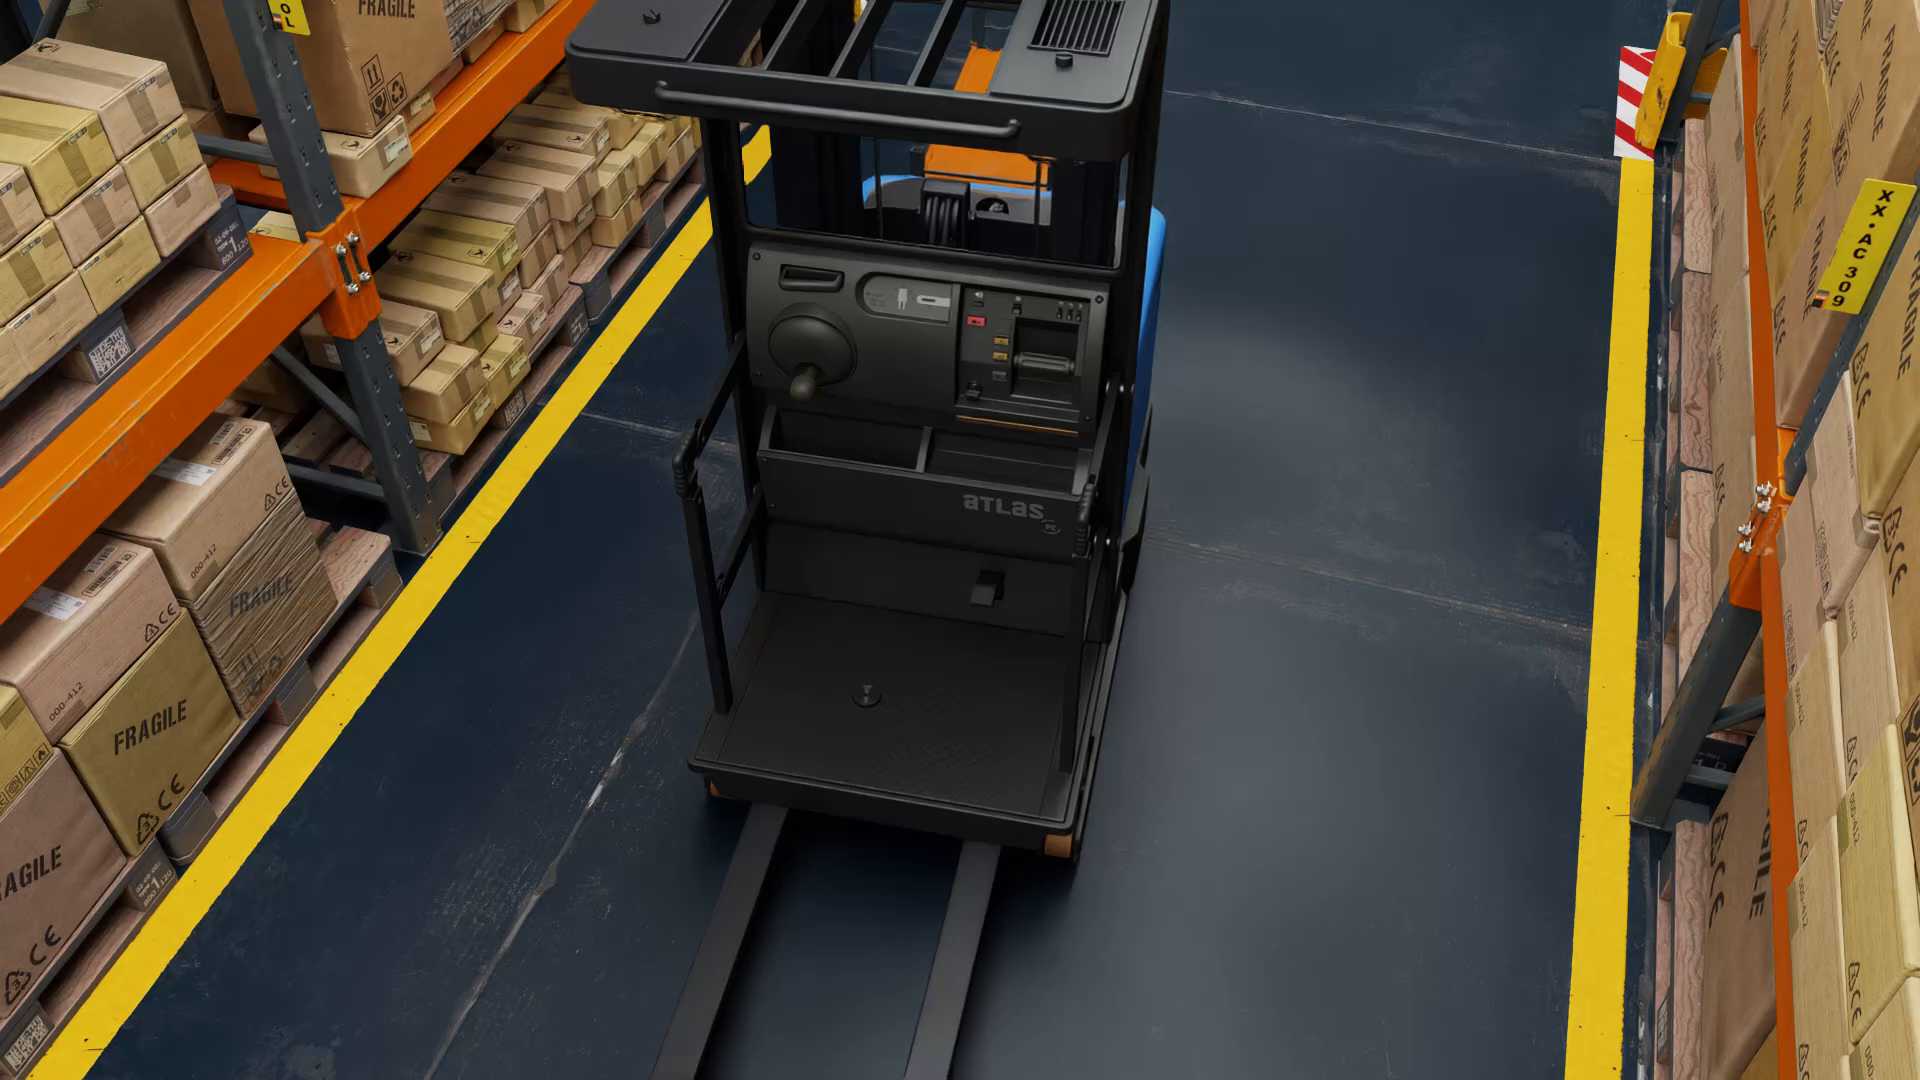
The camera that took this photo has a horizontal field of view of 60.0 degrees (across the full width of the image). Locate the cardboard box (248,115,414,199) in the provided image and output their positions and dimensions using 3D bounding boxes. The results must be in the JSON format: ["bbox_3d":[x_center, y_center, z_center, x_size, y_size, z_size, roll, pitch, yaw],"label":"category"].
[{"bbox_3d":[-1.885,-1.183,4.994,0.380,0.149,0.250,14,46,14],"label":"cardboard box"}]

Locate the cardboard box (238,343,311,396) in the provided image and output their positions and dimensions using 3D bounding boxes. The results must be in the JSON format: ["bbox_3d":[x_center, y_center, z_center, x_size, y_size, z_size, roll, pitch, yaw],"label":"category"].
[{"bbox_3d":[-2.490,-0.668,5.813,0.380,0.149,0.250,13,46,13],"label":"cardboard box"}]

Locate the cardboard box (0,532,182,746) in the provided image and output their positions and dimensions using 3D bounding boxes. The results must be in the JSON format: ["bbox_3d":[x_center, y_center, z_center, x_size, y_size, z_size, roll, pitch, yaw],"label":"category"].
[{"bbox_3d":[-2.436,0.212,4.339,0.500,0.250,0.500,15,46,14],"label":"cardboard box"}]

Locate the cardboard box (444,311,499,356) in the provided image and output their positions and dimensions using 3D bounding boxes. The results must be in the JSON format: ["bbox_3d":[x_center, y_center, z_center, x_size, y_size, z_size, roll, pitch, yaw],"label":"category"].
[{"bbox_3d":[-1.877,-0.752,5.899,0.380,0.149,0.250,13,46,13],"label":"cardboard box"}]

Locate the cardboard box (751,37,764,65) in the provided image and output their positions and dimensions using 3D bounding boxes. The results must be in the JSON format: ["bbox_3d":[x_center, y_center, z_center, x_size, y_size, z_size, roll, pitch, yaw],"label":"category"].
[{"bbox_3d":[-1.013,-2.363,7.758,0.380,0.149,0.250,14,46,14],"label":"cardboard box"}]

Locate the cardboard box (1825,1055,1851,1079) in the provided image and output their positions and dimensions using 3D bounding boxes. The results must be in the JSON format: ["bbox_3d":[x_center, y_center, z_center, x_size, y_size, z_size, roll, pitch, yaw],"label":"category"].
[{"bbox_3d":[1.595,1.134,2.554,0.500,0.250,0.500,12,46,12],"label":"cardboard box"}]

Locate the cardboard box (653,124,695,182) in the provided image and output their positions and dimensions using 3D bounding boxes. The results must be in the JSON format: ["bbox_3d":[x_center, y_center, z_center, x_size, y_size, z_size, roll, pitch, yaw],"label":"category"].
[{"bbox_3d":[-1.357,-1.676,7.056,0.380,0.149,0.250,13,46,13],"label":"cardboard box"}]

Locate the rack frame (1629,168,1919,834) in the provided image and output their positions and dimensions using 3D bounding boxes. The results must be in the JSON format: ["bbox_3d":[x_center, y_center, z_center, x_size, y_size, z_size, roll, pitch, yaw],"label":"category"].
[{"bbox_3d":[2.466,-0.172,3.781,1.000,3.000,0.127,13,46,13],"label":"rack frame"}]

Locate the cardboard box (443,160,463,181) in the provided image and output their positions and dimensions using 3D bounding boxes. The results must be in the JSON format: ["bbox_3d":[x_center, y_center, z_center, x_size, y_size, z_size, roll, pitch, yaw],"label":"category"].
[{"bbox_3d":[-2.168,-1.492,6.443,0.380,0.149,0.250,10,45,11],"label":"cardboard box"}]

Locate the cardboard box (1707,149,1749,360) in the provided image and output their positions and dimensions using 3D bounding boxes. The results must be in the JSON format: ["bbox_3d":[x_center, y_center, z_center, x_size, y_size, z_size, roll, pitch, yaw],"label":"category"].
[{"bbox_3d":[3.303,-1.000,6.159,0.875,0.438,0.875,14,46,14],"label":"cardboard box"}]

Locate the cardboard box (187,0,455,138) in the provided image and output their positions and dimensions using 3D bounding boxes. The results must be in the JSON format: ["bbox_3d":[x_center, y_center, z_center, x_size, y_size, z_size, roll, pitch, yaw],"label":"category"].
[{"bbox_3d":[-1.893,-1.572,4.927,0.500,0.500,0.500,12,46,12],"label":"cardboard box"}]

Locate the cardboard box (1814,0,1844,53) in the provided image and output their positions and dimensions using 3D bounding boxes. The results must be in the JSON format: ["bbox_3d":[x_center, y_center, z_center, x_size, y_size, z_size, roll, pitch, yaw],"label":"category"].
[{"bbox_3d":[2.652,-1.616,4.470,0.500,0.500,0.500,13,46,13],"label":"cardboard box"}]

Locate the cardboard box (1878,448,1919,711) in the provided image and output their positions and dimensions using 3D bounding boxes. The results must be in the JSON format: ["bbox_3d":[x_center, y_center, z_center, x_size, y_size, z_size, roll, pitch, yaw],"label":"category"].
[{"bbox_3d":[1.931,0.012,2.806,0.500,0.500,0.500,12,46,12],"label":"cardboard box"}]

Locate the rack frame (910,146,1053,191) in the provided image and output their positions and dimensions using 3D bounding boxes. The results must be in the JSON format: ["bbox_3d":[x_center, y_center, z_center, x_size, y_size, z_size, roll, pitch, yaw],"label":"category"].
[{"bbox_3d":[0.085,-0.848,5.813,0.500,1.125,0.032,8,45,9],"label":"rack frame"}]

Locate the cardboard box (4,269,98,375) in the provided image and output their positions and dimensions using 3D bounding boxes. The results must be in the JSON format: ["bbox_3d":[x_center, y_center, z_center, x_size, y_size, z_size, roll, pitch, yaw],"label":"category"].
[{"bbox_3d":[-2.370,-0.568,4.065,0.380,0.149,0.250,12,46,12],"label":"cardboard box"}]

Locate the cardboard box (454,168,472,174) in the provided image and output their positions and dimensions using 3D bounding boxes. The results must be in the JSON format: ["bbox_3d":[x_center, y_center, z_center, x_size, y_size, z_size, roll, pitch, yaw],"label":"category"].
[{"bbox_3d":[-2.128,-1.354,6.514,0.380,0.149,0.250,14,46,13],"label":"cardboard box"}]

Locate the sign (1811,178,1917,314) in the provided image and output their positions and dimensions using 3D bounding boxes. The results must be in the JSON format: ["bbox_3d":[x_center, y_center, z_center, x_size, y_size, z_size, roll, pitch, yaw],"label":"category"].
[{"bbox_3d":[1.936,-0.626,3.570,0.100,0.325,0.005,13,46,13],"label":"sign"}]

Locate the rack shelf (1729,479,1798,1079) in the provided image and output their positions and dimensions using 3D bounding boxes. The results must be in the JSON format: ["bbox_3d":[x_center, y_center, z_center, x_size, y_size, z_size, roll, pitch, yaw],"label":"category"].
[{"bbox_3d":[1.860,1.418,2.670,1.077,0.370,4.000,13,46,13],"label":"rack shelf"}]

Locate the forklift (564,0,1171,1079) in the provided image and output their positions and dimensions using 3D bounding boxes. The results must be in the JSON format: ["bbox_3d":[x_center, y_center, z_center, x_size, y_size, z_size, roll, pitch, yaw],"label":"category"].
[{"bbox_3d":[-0.134,-0.422,4.085,1.130,2.935,3.031,8,45,9],"label":"forklift"}]

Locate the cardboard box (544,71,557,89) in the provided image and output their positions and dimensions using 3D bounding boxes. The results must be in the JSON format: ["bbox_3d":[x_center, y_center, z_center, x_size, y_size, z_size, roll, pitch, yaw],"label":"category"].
[{"bbox_3d":[-1.815,-1.875,7.047,0.380,0.149,0.250,15,46,15],"label":"cardboard box"}]

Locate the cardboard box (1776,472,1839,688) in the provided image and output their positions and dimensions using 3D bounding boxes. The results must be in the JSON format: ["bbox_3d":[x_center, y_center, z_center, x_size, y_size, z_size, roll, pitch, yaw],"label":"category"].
[{"bbox_3d":[2.081,0.119,3.591,0.500,0.250,0.500,12,46,12],"label":"cardboard box"}]

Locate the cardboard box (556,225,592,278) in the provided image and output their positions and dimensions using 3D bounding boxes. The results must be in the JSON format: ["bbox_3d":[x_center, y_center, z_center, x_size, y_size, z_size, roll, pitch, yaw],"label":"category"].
[{"bbox_3d":[-1.682,-1.179,6.549,0.380,0.149,0.250,11,45,11],"label":"cardboard box"}]

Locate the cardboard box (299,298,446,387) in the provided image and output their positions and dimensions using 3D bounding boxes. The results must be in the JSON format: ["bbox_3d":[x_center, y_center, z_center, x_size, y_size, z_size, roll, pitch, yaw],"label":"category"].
[{"bbox_3d":[-1.981,-0.683,5.616,0.380,0.149,0.250,14,46,14],"label":"cardboard box"}]

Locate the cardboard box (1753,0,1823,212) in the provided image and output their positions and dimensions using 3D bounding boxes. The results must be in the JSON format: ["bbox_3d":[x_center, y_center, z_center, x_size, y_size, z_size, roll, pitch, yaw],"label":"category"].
[{"bbox_3d":[2.651,-1.253,4.815,0.500,0.500,0.500,12,46,12],"label":"cardboard box"}]

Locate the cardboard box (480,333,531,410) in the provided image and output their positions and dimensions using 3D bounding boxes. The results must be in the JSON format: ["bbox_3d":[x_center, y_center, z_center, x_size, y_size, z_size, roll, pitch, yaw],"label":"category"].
[{"bbox_3d":[-1.786,-0.636,5.994,0.380,0.149,0.250,14,46,14],"label":"cardboard box"}]

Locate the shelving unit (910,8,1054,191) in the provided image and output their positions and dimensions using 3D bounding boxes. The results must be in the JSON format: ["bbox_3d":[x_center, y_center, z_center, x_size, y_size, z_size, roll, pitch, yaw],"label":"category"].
[{"bbox_3d":[0.190,-1.196,6.168,0.538,1.125,1.048,8,45,9],"label":"shelving unit"}]

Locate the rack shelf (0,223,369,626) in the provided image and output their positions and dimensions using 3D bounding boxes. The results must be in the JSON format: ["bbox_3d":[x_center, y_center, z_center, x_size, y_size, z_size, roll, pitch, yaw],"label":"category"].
[{"bbox_3d":[-2.888,0.437,3.673,1.077,0.370,4.000,13,46,13],"label":"rack shelf"}]

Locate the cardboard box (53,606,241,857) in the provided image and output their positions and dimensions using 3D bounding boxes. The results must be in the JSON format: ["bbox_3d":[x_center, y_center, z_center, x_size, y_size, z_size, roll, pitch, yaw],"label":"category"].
[{"bbox_3d":[-2.422,0.479,4.603,0.500,0.500,0.500,12,46,12],"label":"cardboard box"}]

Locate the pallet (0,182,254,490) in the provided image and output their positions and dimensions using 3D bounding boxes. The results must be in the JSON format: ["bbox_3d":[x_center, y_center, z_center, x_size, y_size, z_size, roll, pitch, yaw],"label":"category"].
[{"bbox_3d":[-2.653,-0.606,4.362,1.003,0.211,1.213,13,46,13],"label":"pallet"}]

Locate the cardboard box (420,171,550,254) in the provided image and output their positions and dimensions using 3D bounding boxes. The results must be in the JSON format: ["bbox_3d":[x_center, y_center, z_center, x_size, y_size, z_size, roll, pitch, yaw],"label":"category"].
[{"bbox_3d":[-1.754,-1.211,6.156,0.380,0.149,0.250,11,46,11],"label":"cardboard box"}]

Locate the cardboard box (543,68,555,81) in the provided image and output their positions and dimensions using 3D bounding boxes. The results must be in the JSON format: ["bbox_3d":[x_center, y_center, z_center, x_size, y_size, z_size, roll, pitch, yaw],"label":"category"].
[{"bbox_3d":[-1.933,-2.004,6.966,0.380,0.149,0.250,13,46,13],"label":"cardboard box"}]

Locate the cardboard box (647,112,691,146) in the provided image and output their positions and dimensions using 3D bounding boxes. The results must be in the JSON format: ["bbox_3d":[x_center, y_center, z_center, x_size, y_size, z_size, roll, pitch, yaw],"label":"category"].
[{"bbox_3d":[-1.355,-1.783,6.953,0.380,0.149,0.250,15,46,15],"label":"cardboard box"}]

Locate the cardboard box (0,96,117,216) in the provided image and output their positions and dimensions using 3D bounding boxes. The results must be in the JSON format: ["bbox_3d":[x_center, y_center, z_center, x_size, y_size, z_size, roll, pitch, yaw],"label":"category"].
[{"bbox_3d":[-2.299,-0.938,4.018,0.380,0.149,0.250,11,45,11],"label":"cardboard box"}]

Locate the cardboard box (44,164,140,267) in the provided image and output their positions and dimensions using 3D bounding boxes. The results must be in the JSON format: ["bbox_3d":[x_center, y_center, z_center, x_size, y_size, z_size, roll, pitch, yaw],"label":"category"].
[{"bbox_3d":[-2.294,-0.837,4.127,0.380,0.149,0.250,13,46,13],"label":"cardboard box"}]

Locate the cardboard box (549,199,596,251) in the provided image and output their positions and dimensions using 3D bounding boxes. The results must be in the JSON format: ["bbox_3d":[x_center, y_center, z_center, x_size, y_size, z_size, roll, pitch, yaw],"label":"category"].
[{"bbox_3d":[-1.647,-1.280,6.439,0.380,0.149,0.250,15,46,14],"label":"cardboard box"}]

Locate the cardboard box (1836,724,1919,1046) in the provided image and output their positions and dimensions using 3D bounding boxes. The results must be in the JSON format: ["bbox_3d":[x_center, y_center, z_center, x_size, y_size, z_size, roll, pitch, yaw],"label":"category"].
[{"bbox_3d":[1.754,0.621,2.721,0.500,0.250,0.500,13,46,13],"label":"cardboard box"}]

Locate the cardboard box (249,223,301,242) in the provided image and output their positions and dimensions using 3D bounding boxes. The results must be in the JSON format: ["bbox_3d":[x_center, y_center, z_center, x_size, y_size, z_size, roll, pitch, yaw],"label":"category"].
[{"bbox_3d":[-2.383,-0.968,5.907,0.380,0.149,0.250,13,46,13],"label":"cardboard box"}]

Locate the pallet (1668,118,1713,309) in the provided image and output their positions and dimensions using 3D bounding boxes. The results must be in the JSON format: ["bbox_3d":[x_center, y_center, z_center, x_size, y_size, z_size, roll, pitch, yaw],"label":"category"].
[{"bbox_3d":[3.509,-1.292,6.919,1.003,0.211,1.213,13,46,13],"label":"pallet"}]

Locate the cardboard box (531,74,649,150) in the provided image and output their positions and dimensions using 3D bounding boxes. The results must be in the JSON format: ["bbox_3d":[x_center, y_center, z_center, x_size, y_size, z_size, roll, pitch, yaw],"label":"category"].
[{"bbox_3d":[-1.483,-1.719,6.675,0.380,0.149,0.250,13,46,13],"label":"cardboard box"}]

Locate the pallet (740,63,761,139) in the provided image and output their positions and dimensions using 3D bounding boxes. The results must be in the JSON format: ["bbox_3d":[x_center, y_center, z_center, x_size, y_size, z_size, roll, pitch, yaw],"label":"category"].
[{"bbox_3d":[-1.374,-2.238,7.886,1.003,0.211,1.213,13,46,13],"label":"pallet"}]

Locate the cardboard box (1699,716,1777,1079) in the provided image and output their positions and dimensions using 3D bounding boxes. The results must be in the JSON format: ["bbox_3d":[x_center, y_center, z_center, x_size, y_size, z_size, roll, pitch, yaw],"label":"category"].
[{"bbox_3d":[2.354,0.868,3.938,0.875,0.875,0.875,14,46,14],"label":"cardboard box"}]

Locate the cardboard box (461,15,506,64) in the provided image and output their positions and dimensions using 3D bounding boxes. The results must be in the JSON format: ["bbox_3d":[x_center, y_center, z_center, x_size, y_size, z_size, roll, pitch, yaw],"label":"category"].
[{"bbox_3d":[-1.759,-1.739,5.562,0.380,0.149,0.250,11,45,11],"label":"cardboard box"}]
